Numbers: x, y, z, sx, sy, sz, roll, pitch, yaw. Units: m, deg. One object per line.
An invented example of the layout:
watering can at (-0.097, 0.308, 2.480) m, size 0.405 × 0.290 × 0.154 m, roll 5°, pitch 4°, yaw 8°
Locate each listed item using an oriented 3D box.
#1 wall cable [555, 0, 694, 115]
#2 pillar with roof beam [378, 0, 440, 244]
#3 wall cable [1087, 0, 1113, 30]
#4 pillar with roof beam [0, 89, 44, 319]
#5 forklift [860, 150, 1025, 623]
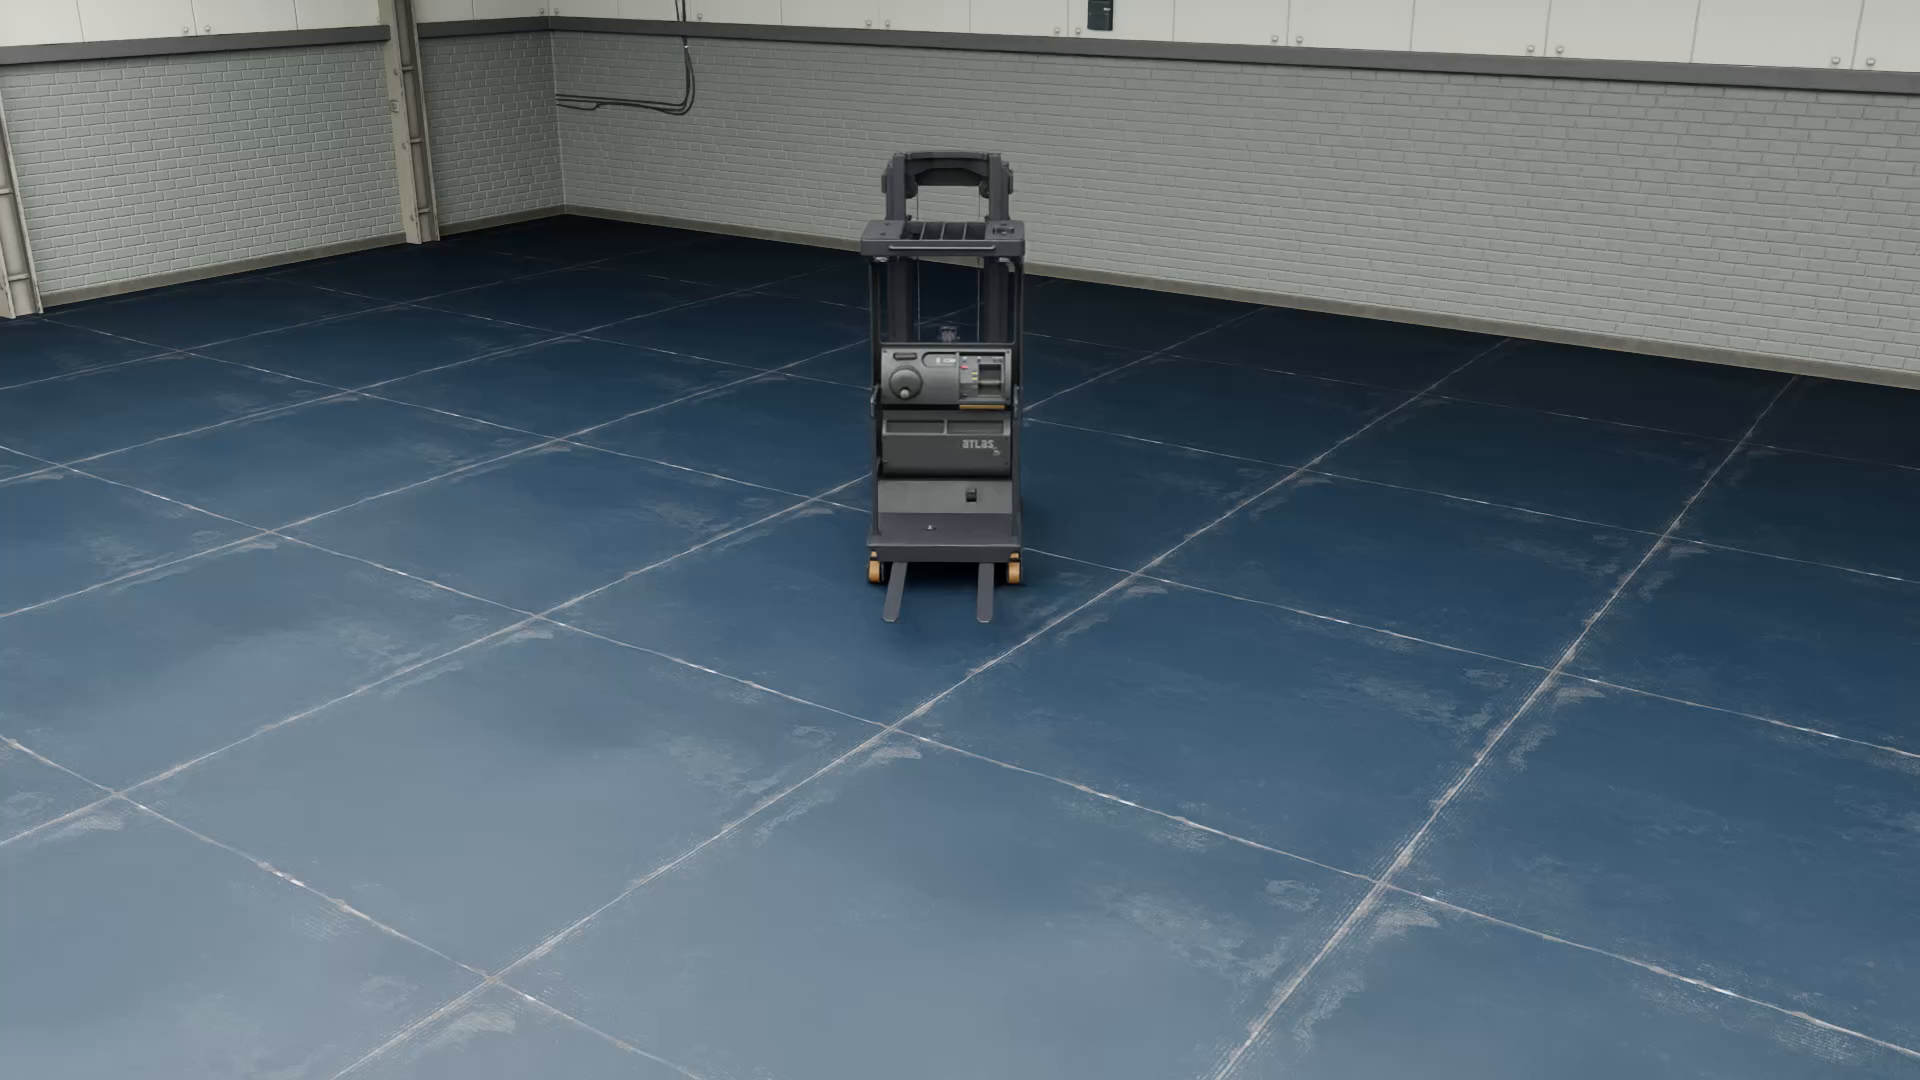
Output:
wall cable at (-5.272, -7.816, 25.399) m, size 3.097 × 2.526 × 0.112 m, roll 13°, pitch 24°, yaw 32°
pillar with roof beam at (-4.461, -7.845, 21.003) m, size 9.100 × 9.000 × 0.400 m, roll 13°, pitch 24°, yaw 32°
wall cable at (2.571, -9.011, 19.253) m, size 2.305 × 6.003 × 0.169 m, roll 13°, pitch 24°, yaw 32°
pillar with roof beam at (-7.834, -6.124, 16.349) m, size 9.100 × 9.000 × 0.400 m, roll 13°, pitch 24°, yaw 32°
forklift at (-0.101, -1.165, 11.689) m, size 1.130 × 2.935 × 3.031 m, roll 1°, pitch 20°, yaw 2°
